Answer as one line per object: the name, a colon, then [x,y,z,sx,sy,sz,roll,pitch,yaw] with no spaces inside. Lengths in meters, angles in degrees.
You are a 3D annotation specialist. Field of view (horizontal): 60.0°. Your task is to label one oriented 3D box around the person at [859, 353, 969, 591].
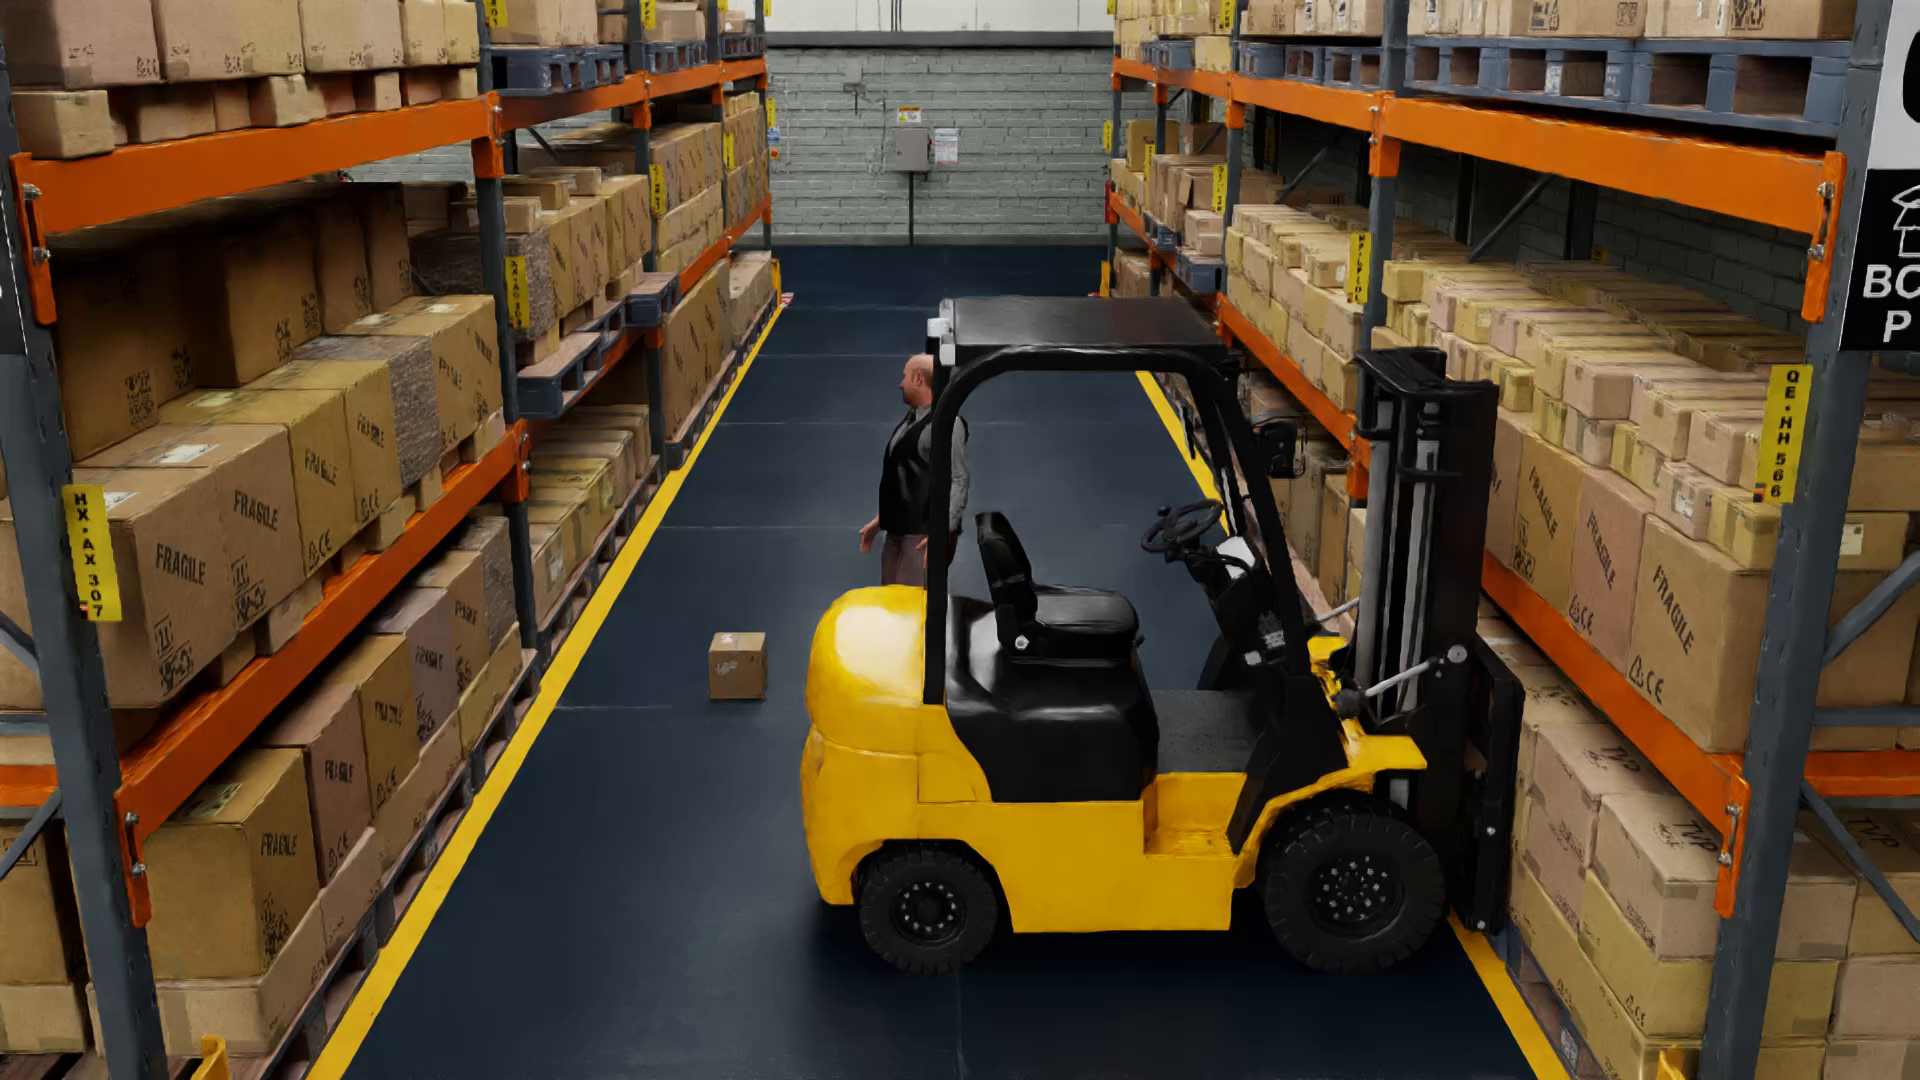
person: [-0.211,0.004,7.654,0.672,1.671,0.745,-7,18,-23]
